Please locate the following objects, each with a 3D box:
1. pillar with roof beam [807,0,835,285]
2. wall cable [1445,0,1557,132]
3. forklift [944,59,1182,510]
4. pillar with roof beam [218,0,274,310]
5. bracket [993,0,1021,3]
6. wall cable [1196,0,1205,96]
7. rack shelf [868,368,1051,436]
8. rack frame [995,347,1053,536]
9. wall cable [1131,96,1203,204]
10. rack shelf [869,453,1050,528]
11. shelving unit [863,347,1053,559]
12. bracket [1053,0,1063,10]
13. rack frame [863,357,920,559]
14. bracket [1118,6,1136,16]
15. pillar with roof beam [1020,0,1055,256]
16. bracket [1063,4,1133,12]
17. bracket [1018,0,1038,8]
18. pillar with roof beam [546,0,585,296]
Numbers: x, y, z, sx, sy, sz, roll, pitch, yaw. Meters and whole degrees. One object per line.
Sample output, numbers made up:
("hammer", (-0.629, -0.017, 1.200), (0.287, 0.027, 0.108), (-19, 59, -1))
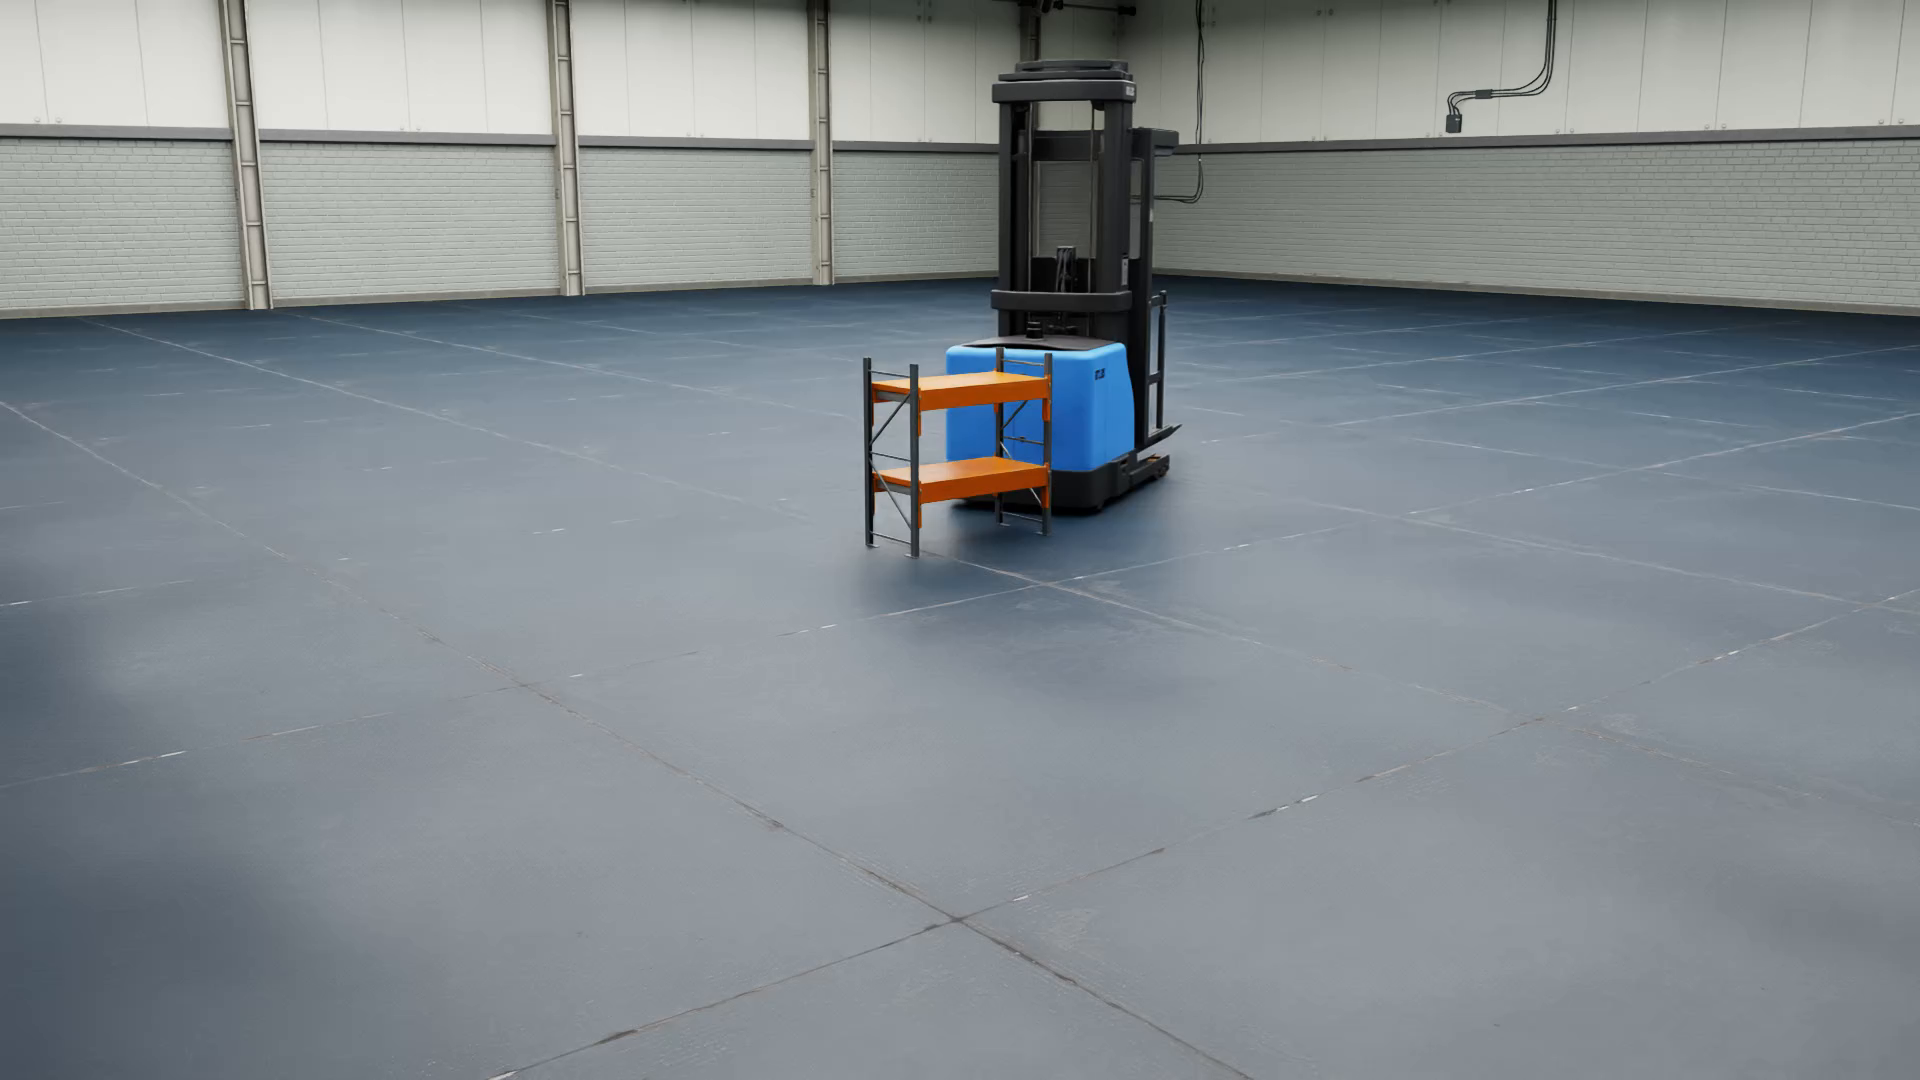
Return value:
("pillar with roof beam", (-0.329, -9.354, 32.515), (0.548, 9.000, 9.100), (-9, 15, -38))
("wall cable", (10.711, -11.120, 32.646), (0.169, 6.003, 2.305), (-9, 15, -38))
("forklift", (0.915, -1.894, 11.992), (1.130, 2.935, 3.031), (5, 13, 22))
("pillar with roof beam", (-9.700, -7.797, 25.182), (0.400, 9.000, 9.100), (-9, 15, -38))
("bracket", (-0.448, -12.146, 36.997), (4.783, 0.066, 0.076), (-9, 15, -38))
("wall cable", (6.483, -11.511, 37.992), (0.112, 2.526, 3.097), (-9, 15, -38))
("rack shelf", (-0.005, -0.836, 9.947), (1.000, 0.278, 0.538), (-9, 15, -38))
("rack frame", (0.392, -0.615, 10.318), (0.032, 1.125, 0.500), (-9, 15, -38))
("wall cable", (4.793, -9.480, 40.583), (0.112, 2.526, 3.097), (-9, 15, -38))
("rack shelf", (-0.005, -0.310, 10.059), (1.000, 0.278, 0.538), (-9, 15, -38))
("shelving unit", (-0.005, -0.549, 10.008), (1.048, 1.125, 0.538), (-9, 15, -38))
("bracket", (2.212, -12.588, 39.079), (0.430, 0.232, 0.235), (-9, 15, -38))
("rack frame", (-0.402, -0.483, 9.697), (0.032, 1.125, 0.500), (-9, 15, -38))
("bracket", (4.063, -12.895, 40.527), (0.430, 0.232, 0.235), (-9, 15, -38))
("pillar with roof beam", (4.356, -10.132, 36.182), (0.548, 9.000, 9.100), (-9, 15, -38))
("bracket", (3.602, -12.819, 40.166), (3.189, 0.066, 0.076), (-9, 15, -38))
("bracket", (1.564, -12.480, 38.571), (0.430, 0.232, 0.235), (-9, 15, -38))
("pillar with roof beam", (-5.015, -8.575, 28.849), (0.400, 9.000, 9.100), (-9, 15, -38))
